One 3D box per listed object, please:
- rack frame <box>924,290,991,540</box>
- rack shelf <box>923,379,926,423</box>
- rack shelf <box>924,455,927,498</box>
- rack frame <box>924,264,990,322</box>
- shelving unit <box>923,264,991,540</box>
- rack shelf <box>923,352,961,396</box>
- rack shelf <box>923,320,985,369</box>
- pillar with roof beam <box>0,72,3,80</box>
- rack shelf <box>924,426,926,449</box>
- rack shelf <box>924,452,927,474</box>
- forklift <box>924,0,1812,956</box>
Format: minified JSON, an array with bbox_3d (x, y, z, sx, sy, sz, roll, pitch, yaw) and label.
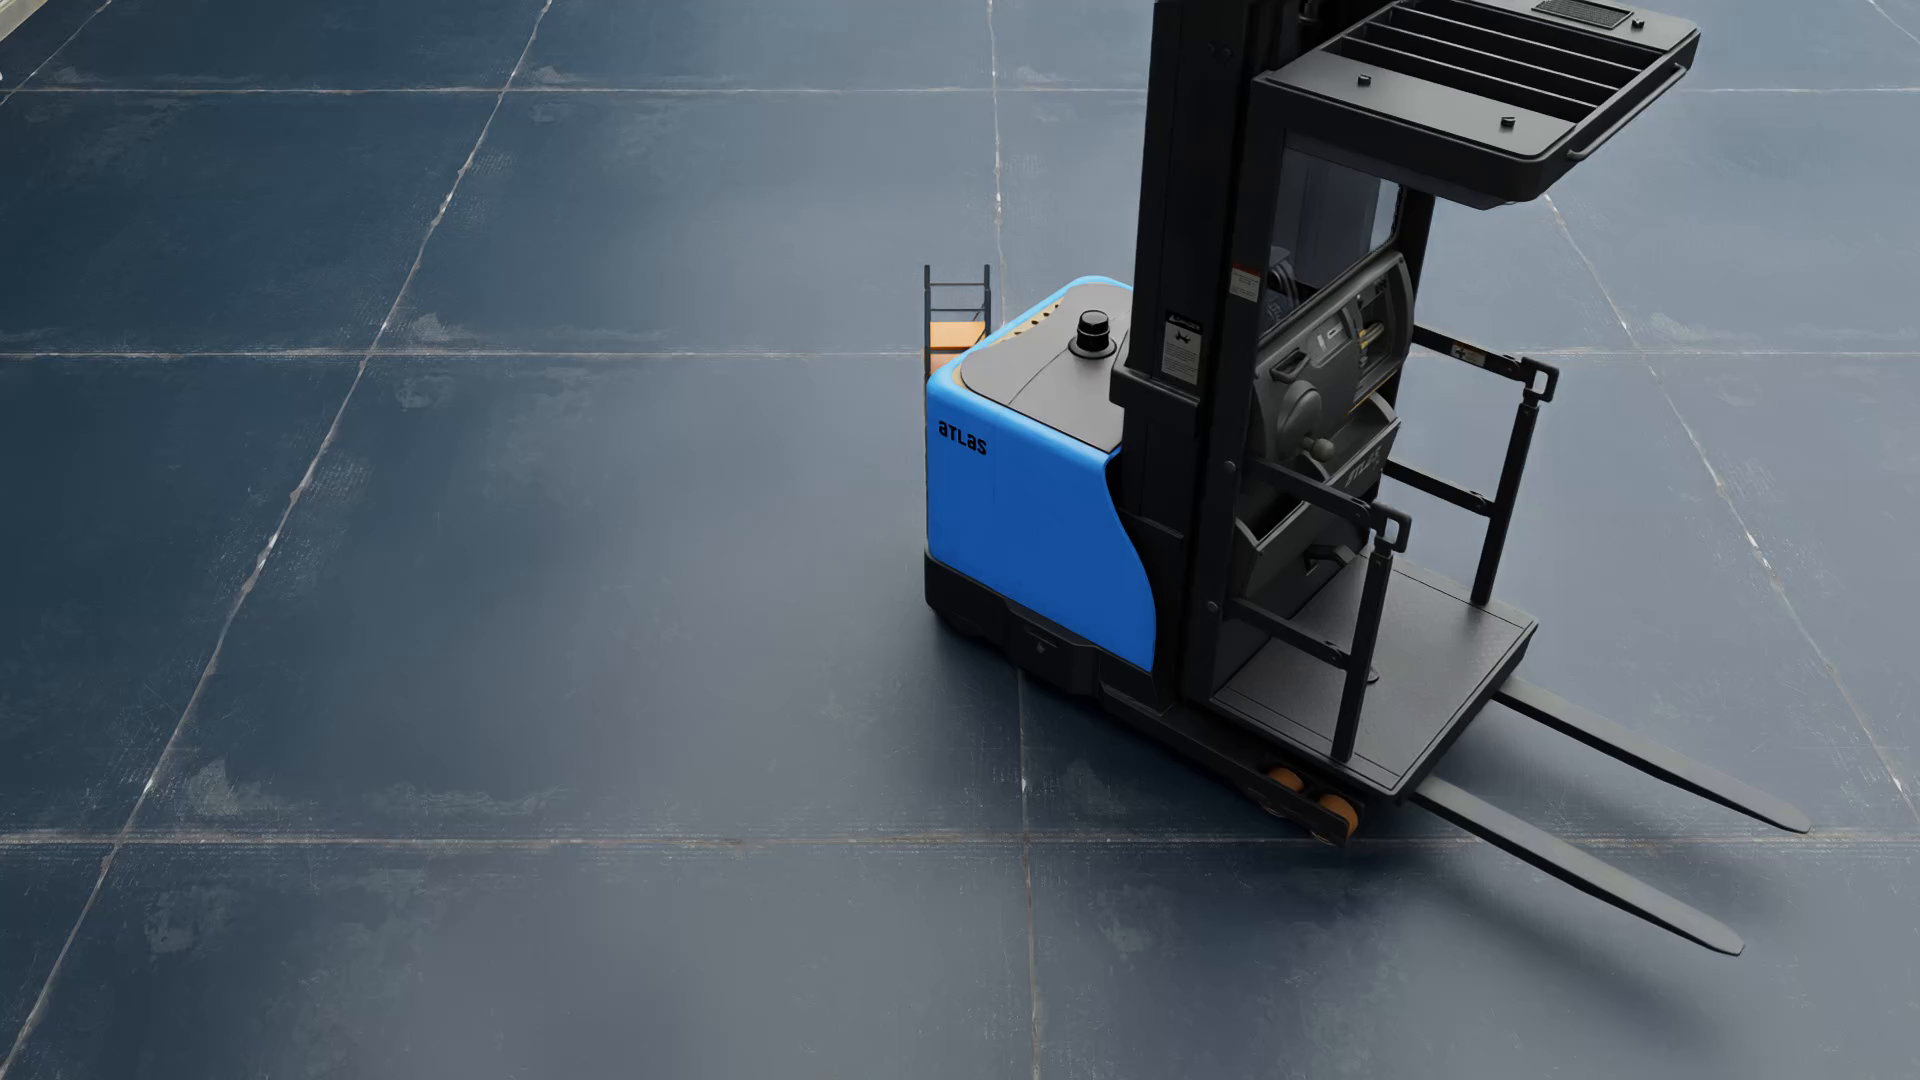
[{"bbox_3d":[-0.009,-0.425,6.321,0.240,1.200,0.006,0,39,-1],"label":"rack frame"},{"bbox_3d":[-0.011,-0.542,6.345,0.258,0.103,0.180,0,39,-1],"label":"rack shelf"},{"bbox_3d":[-0.012,-0.261,6.570,0.258,0.103,0.180,0,39,-1],"label":"rack shelf"},{"bbox_3d":[-0.012,-0.540,6.463,0.240,1.200,0.006,0,39,-1],"label":"rack frame"},{"bbox_3d":[-0.011,-0.483,6.392,0.258,1.200,0.189,0,39,-1],"label":"shelving unit"},{"bbox_3d":[-0.010,-0.635,6.270,0.258,0.103,0.180,0,39,-1],"label":"rack shelf"},{"bbox_3d":[-0.010,-0.729,6.195,0.258,0.103,0.180,0,39,-1],"label":"rack shelf"},{"bbox_3d":[-1.798,-6.266,7.374,9.100,9.000,0.400,0,39,0],"label":"pillar with roof beam"},{"bbox_3d":[-0.011,-0.448,6.420,0.258,0.103,0.180,0,39,-1],"label":"rack shelf"},{"bbox_3d":[-0.011,-0.354,6.495,0.258,0.103,0.180,0,39,-1],"label":"rack shelf"},{"bbox_3d":[1.325,-0.514,5.048,3.031,2.935,1.130,27,46,30],"label":"forklift"}]
